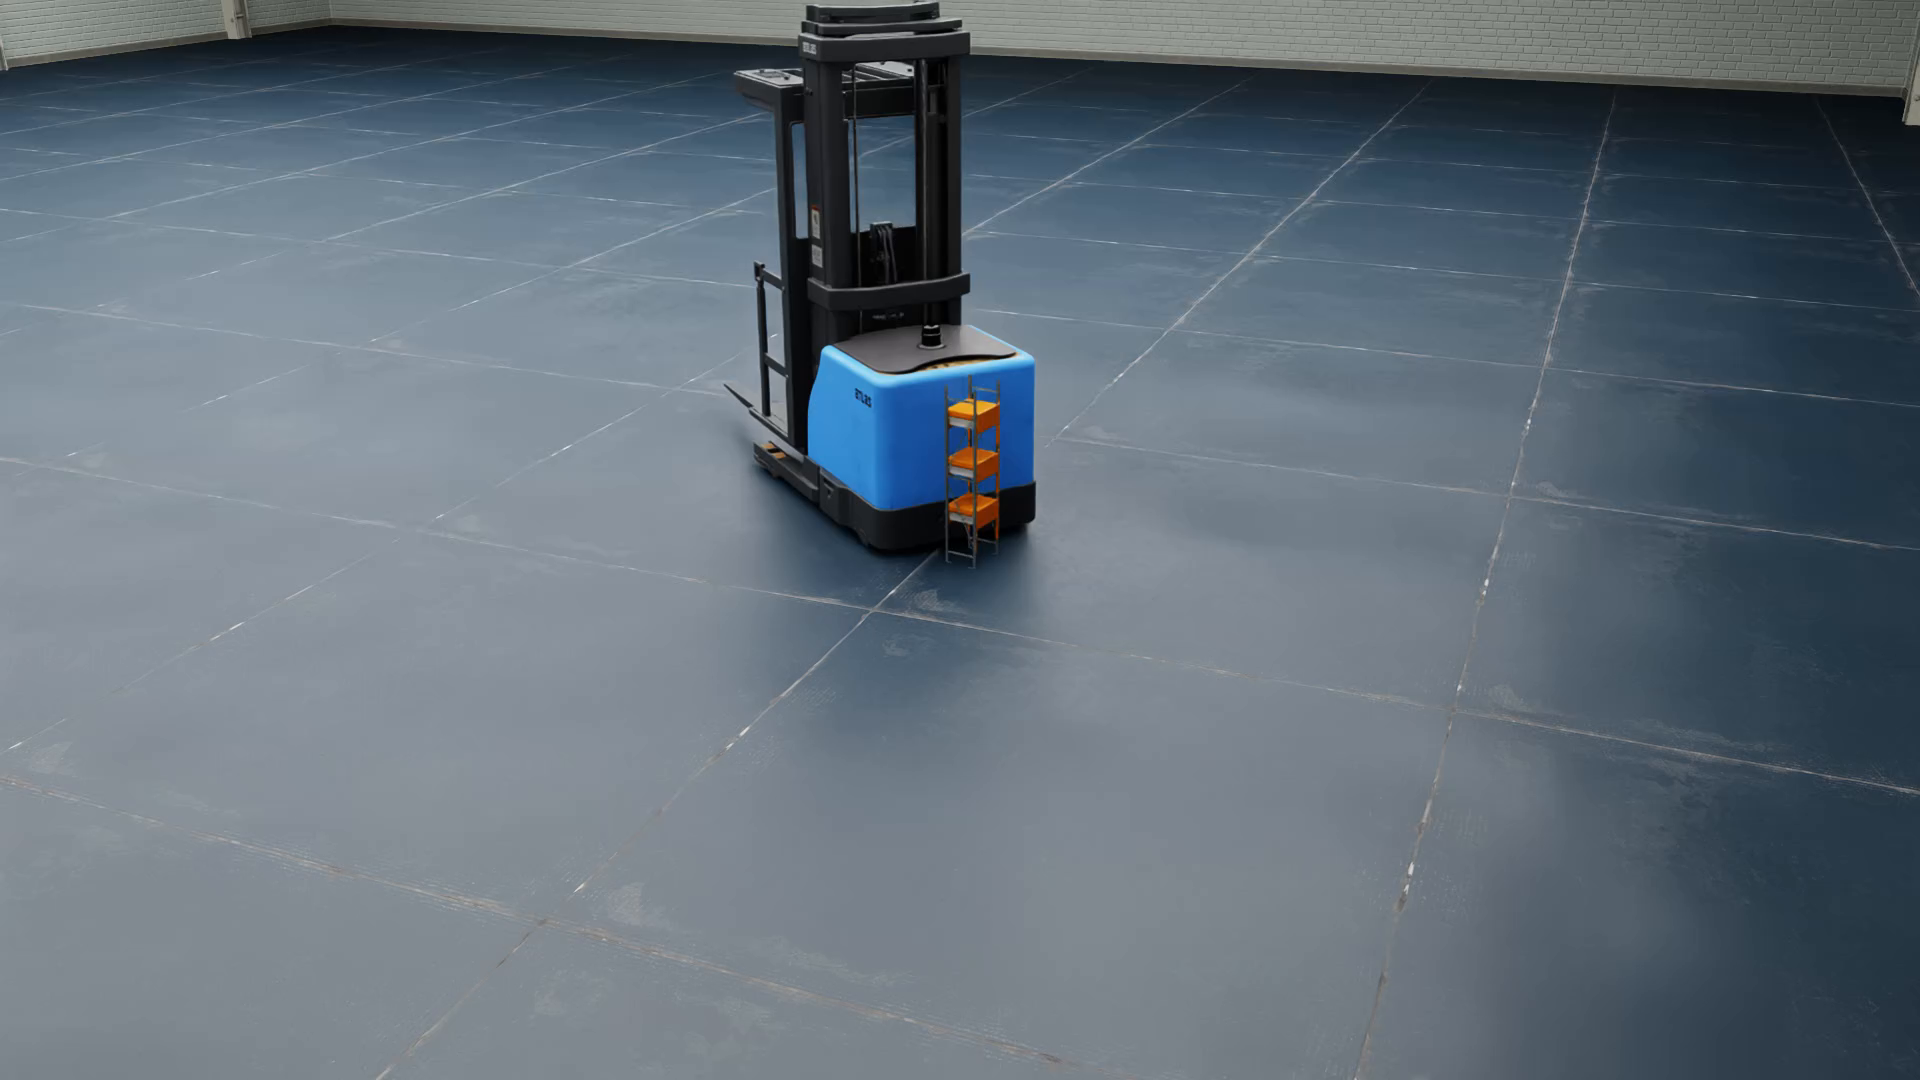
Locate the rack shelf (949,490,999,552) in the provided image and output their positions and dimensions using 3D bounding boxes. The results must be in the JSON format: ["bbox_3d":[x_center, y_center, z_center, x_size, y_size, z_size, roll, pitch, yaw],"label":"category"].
[{"bbox_3d":[0.069,-0.111,9.402,0.215,0.259,0.240,14,26,29],"label":"rack shelf"}]

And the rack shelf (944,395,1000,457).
[{"bbox_3d":[0.069,-0.629,9.185,0.215,0.259,0.240,14,26,29],"label":"rack shelf"}]

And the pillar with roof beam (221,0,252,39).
[{"bbox_3d":[-11.242,-14.157,31.968,9.100,9.000,0.400,9,24,20],"label":"pillar with roof beam"}]

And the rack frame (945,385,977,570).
[{"bbox_3d":[0.004,-0.337,9.195,0.200,1.050,0.008,14,26,29],"label":"rack frame"}]

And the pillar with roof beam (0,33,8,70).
[{"bbox_3d":[-13.471,-12.010,26.828,9.100,9.000,0.400,9,24,20],"label":"pillar with roof beam"}]

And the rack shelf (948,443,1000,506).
[{"bbox_3d":[0.069,-0.367,9.295,0.215,0.259,0.240,14,26,29],"label":"rack shelf"}]

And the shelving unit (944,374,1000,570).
[{"bbox_3d":[0.069,-0.377,9.291,0.215,1.050,0.252,14,26,29],"label":"shelving unit"}]

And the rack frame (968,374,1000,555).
[{"bbox_3d":[0.134,-0.417,9.386,0.200,1.050,0.008,14,26,29],"label":"rack frame"}]

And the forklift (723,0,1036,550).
[{"bbox_3d":[-0.688,-1.825,10.316,1.130,2.935,3.031,-12,25,-26],"label":"forklift"}]

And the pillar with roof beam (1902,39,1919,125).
[{"bbox_3d":[10.010,-10.880,24.123,9.100,9.000,0.400,9,24,20],"label":"pillar with roof beam"}]
